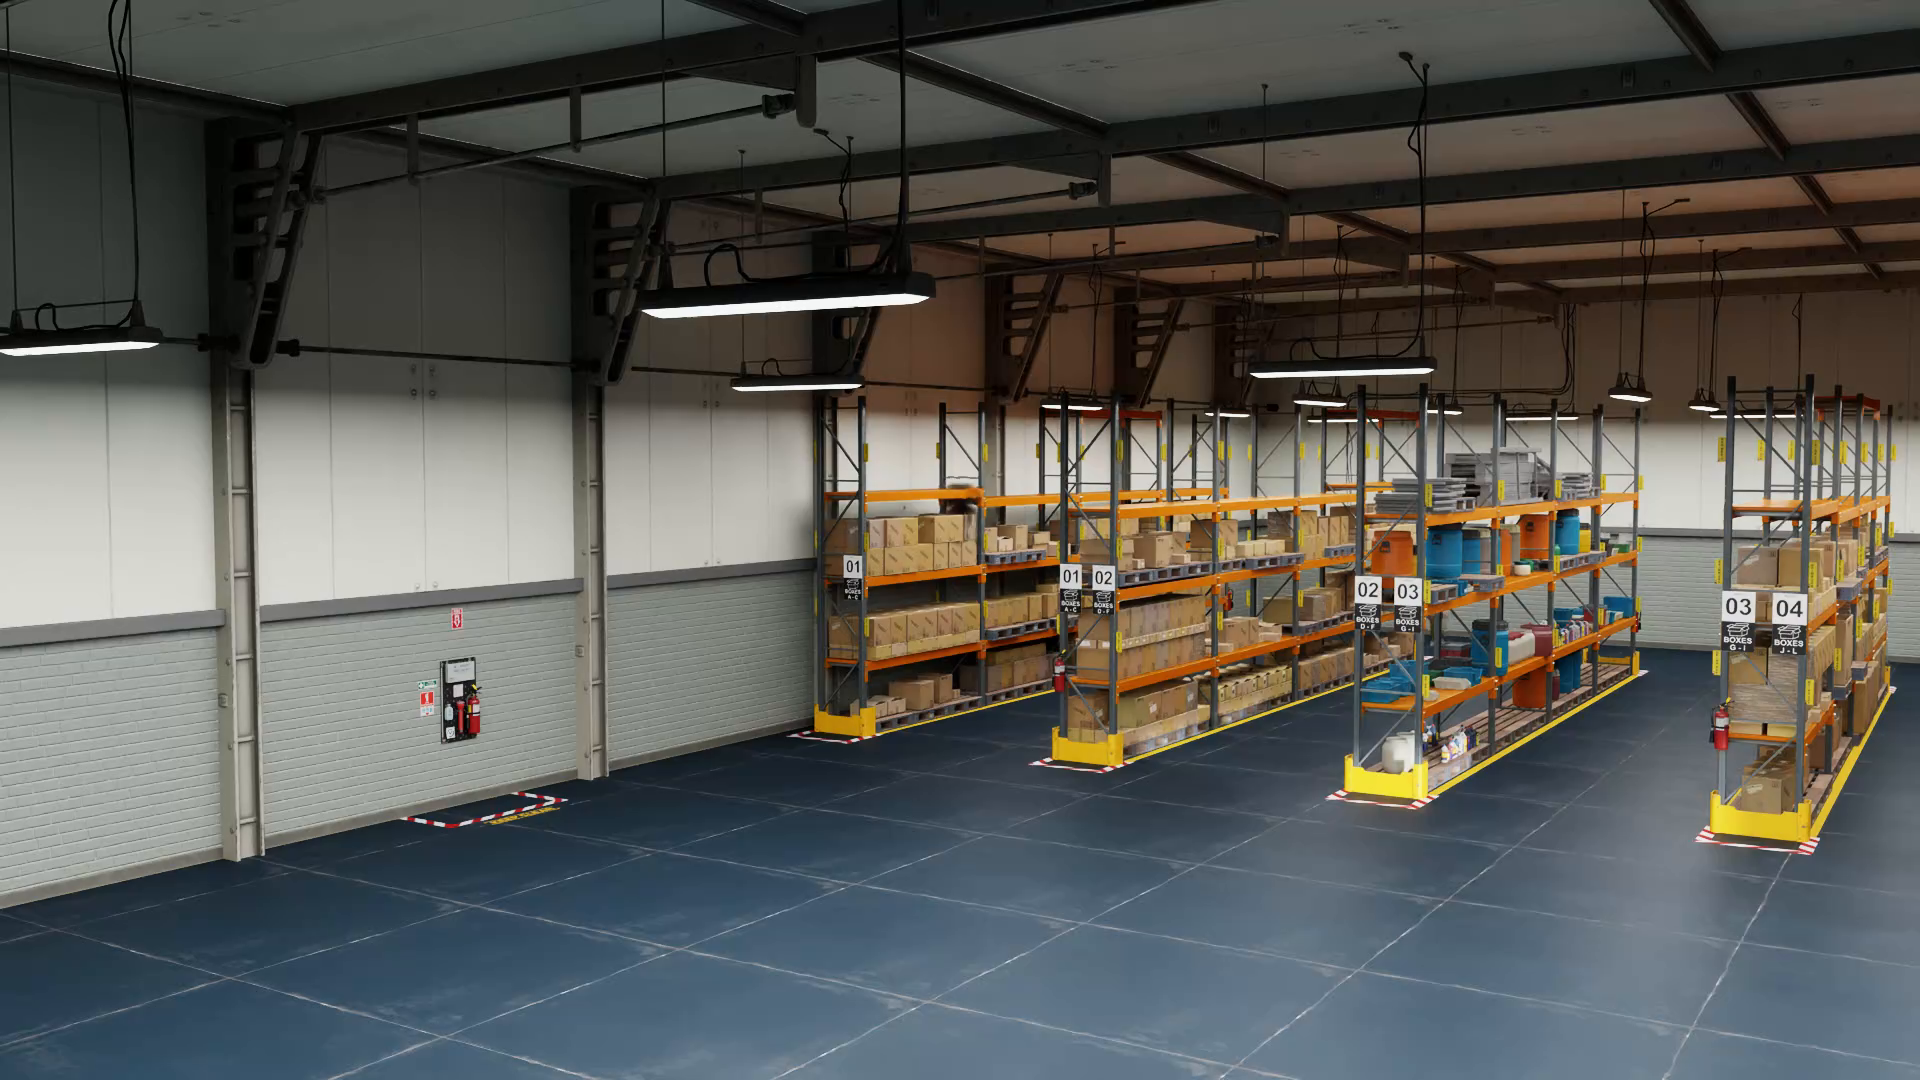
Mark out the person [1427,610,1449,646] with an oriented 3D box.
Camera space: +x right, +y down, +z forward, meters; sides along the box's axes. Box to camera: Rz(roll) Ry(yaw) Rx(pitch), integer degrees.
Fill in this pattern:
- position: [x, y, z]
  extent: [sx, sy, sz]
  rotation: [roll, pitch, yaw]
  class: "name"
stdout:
- position: [12.373, 1.903, 43.142]
  extent: [0.635, 1.695, 0.540]
  rotation: [1, 3, 15]
  class: "person"
